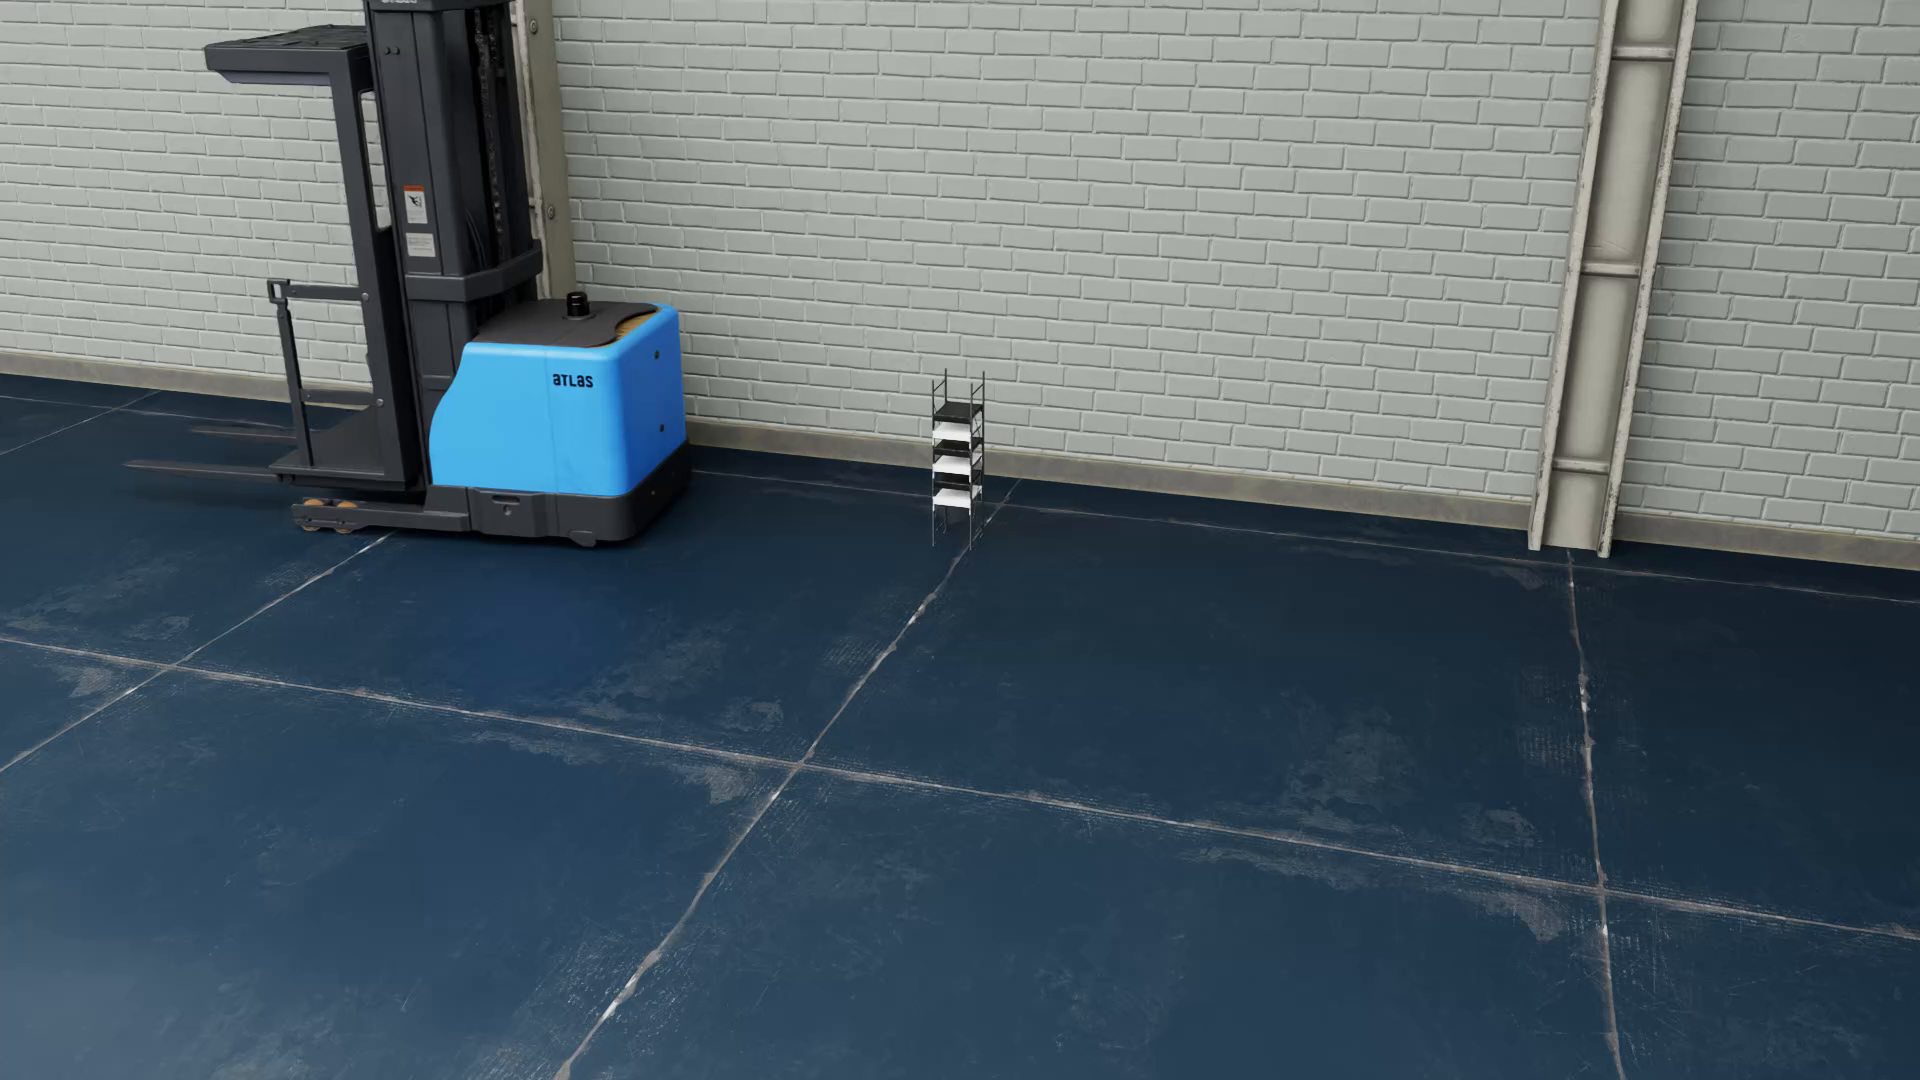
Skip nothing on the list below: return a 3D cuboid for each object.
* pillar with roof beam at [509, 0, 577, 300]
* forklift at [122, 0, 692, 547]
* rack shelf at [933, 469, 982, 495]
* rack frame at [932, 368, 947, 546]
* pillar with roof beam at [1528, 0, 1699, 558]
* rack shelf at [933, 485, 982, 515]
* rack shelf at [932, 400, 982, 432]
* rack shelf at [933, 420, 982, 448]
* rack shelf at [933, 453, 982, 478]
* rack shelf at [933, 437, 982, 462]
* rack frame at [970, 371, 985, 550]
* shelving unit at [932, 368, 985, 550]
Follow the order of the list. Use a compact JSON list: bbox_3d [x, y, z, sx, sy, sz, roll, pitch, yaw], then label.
[{"bbox_3d":[-3.795,-3.243,4.818,0.400,9.000,9.100,7,23,16],"label":"pillar with roof beam"},{"bbox_3d":[-3.091,-1.581,8.763,3.031,2.935,1.130,4,23,10],"label":"forklift"},{"bbox_3d":[-0.008,-0.303,8.648,0.200,0.077,0.258,7,23,16],"label":"rack shelf"},{"bbox_3d":[-0.105,-0.428,8.629,0.006,0.900,0.240,7,23,16],"label":"rack frame"},{"bbox_3d":[1.950,-2.585,3.214,0.400,9.000,9.100,7,23,16],"label":"pillar with roof beam"},{"bbox_3d":[-0.008,-0.220,8.682,0.200,0.077,0.258,7,23,16],"label":"rack shelf"},{"bbox_3d":[-0.008,-0.636,8.512,0.200,0.077,0.258,7,23,16],"label":"rack shelf"},{"bbox_3d":[-0.008,-0.553,8.546,0.200,0.077,0.258,7,23,16],"label":"rack shelf"},{"bbox_3d":[-0.008,-0.386,8.614,0.200,0.077,0.258,7,23,16],"label":"rack shelf"},{"bbox_3d":[-0.008,-0.470,8.580,0.200,0.077,0.258,7,23,16],"label":"rack shelf"},{"bbox_3d":[0.090,-0.406,8.574,0.006,0.900,0.240,7,23,16],"label":"rack frame"},{"bbox_3d":[-0.008,-0.417,8.601,0.210,0.900,0.258,7,23,16],"label":"shelving unit"}]
